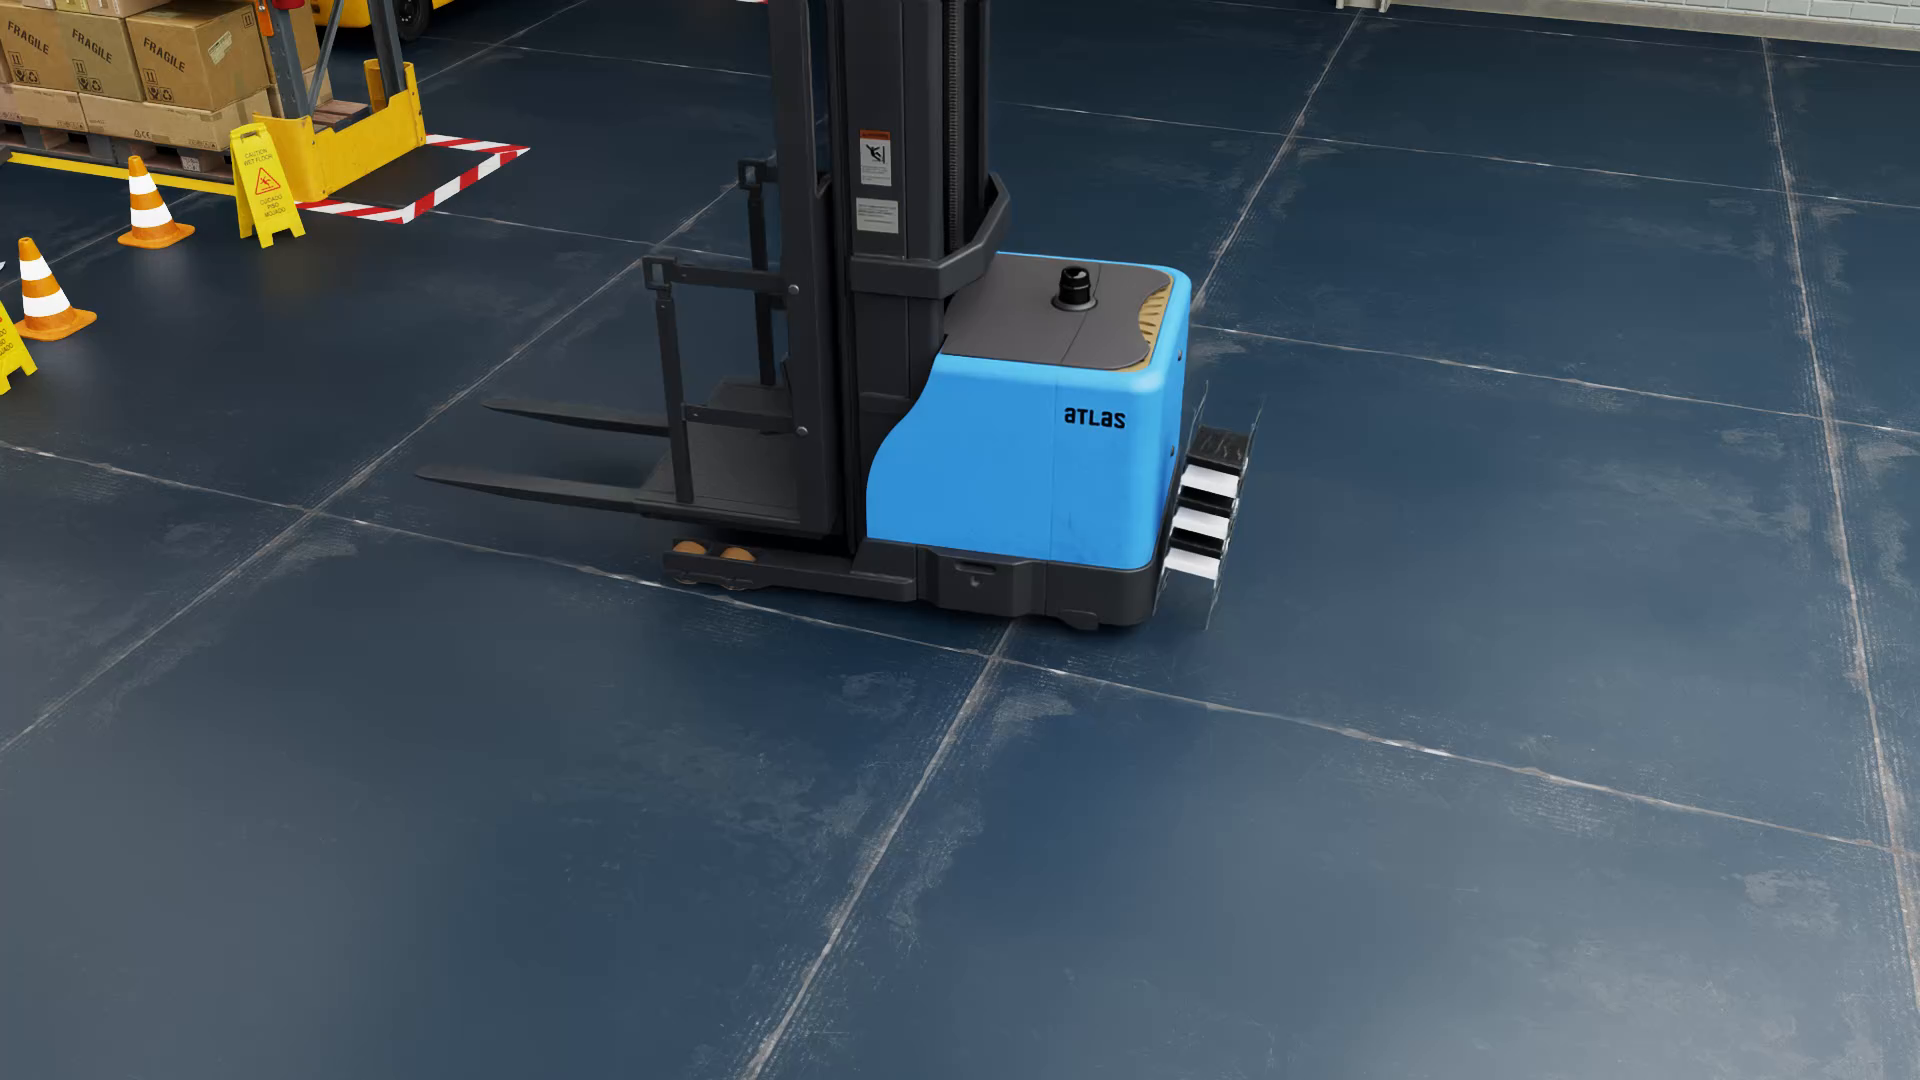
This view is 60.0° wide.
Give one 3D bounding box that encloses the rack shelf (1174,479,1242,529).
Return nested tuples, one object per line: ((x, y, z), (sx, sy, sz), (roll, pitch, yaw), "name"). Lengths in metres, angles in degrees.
((0.908, -0.161, 6.050), (0.200, 0.077, 0.258), (15, 35, 12), "rack shelf")

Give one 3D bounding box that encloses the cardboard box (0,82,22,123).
((-6.002, -2.881, 10.595), (0.500, 0.250, 0.500), (11, 34, 16), "cardboard box")

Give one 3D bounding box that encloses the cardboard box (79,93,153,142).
((-5.044, -2.692, 10.302), (0.500, 0.250, 0.500), (11, 34, 17), "cardboard box")

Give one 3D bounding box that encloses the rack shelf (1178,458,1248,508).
((0.917, -0.234, 5.999), (0.200, 0.077, 0.258), (15, 35, 12), "rack shelf")

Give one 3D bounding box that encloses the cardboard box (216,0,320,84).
((-4.396, -3.191, 10.383), (0.500, 0.500, 0.500), (10, 34, 15), "cardboard box")

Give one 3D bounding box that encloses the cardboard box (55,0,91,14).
((-5.153, -3.264, 9.899), (0.250, 0.149, 0.380), (12, 35, 17), "cardboard box")

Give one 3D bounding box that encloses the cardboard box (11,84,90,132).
((-5.538, -2.785, 10.446), (0.500, 0.250, 0.500), (10, 34, 15), "cardboard box")

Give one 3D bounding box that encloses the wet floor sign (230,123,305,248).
((-3.889, -1.991, 9.239), (0.232, 0.644, 0.267), (24, 40, 32), "wet floor sign")

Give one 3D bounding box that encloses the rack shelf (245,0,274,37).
((-5.590, -3.625, 10.263), (4.000, 0.370, 1.077), (11, 34, 16), "rack shelf")

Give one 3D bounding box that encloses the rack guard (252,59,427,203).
((-3.779, -2.525, 10.200), (0.348, 0.500, 1.175), (11, 34, 16), "rack guard")

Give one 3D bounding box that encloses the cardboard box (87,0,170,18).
((-4.917, -3.217, 9.825), (0.250, 0.149, 0.380), (12, 35, 18), "cardboard box")

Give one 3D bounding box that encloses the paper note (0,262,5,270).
((-5.268, -1.471, 9.000), (0.142, 0.019, 0.148), (0, 33, 0), "paper note")

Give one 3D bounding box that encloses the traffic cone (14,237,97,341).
((-4.601, -1.287, 8.316), (0.334, 0.463, 0.336), (11, 34, 16), "traffic cone")

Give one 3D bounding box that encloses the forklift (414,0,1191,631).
((-0.673, -1.304, 6.068), (3.031, 2.935, 1.130), (7, 34, 11), "forklift")

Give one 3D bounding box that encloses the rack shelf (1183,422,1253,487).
((0.925, -0.308, 5.948), (0.200, 0.077, 0.258), (15, 35, 12), "rack shelf")

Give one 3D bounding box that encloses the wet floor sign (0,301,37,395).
((-4.587, -1.032, 7.753), (0.232, 0.644, 0.267), (5, 33, 8), "wet floor sign")

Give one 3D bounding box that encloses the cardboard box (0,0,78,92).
((-5.514, -3.101, 10.244), (0.500, 0.500, 0.500), (10, 34, 15), "cardboard box")

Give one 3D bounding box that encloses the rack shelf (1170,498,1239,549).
((0.899, -0.087, 6.101), (0.200, 0.077, 0.258), (15, 35, 12), "rack shelf")

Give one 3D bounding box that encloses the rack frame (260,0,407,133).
((-3.707, -3.561, 9.501), (0.127, 3.000, 1.000), (11, 34, 16), "rack frame")

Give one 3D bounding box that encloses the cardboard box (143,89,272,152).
((-4.581, -2.598, 10.156), (0.500, 0.250, 0.500), (11, 34, 16), "cardboard box")

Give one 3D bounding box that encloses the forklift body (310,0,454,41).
((-4.436, -5.155, 12.752), (1.214, 2.155, 2.313), (11, 34, 16), "forklift body")

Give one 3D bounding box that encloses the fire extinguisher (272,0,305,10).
((-3.755, -3.273, 9.125), (0.183, 0.674, 0.296), (11, 34, 16), "fire extinguisher")

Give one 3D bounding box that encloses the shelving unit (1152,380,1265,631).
((0.902, -0.114, 6.082), (0.210, 0.900, 0.258), (15, 35, 12), "shelving unit")

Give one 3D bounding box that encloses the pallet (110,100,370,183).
((-4.531, -2.571, 10.537), (1.213, 0.211, 1.003), (11, 34, 16), "pallet")

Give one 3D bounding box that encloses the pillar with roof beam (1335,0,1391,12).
((1.809, -5.908, 7.605), (0.400, 9.000, 9.100), (11, 34, 16), "pillar with roof beam")

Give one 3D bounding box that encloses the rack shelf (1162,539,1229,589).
((0.882, 0.060, 6.203), (0.200, 0.077, 0.258), (15, 35, 12), "rack shelf")

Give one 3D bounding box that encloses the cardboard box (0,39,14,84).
((-6.013, -3.196, 10.391), (0.500, 0.500, 0.500), (13, 35, 19), "cardboard box")

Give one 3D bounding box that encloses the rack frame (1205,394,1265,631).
((0.998, -0.088, 6.061), (0.006, 0.900, 0.240), (15, 35, 12), "rack frame")

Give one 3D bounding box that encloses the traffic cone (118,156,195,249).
((-4.547, -1.916, 9.290), (0.334, 0.463, 0.336), (11, 34, 16), "traffic cone")

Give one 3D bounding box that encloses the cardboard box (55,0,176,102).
((-5.042, -3.005, 10.095), (0.500, 0.500, 0.500), (12, 35, 18), "cardboard box")

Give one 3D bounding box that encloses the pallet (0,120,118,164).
((-5.676, -2.795, 10.884), (1.213, 0.211, 1.003), (11, 34, 16), "pallet")

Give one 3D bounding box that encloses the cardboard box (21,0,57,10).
((-5.400, -3.313, 9.975), (0.250, 0.149, 0.380), (12, 35, 19), "cardboard box")

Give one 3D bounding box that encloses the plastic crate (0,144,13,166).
((-6.271, -2.361, 10.333), (0.583, 0.080, 0.402), (0, 33, 0), "plastic crate")

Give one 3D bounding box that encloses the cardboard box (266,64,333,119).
((-4.373, -2.871, 10.580), (0.500, 0.250, 0.500), (11, 34, 16), "cardboard box")

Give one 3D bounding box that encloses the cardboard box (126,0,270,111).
((-4.549, -2.911, 9.950), (0.500, 0.500, 0.500), (11, 35, 17), "cardboard box")

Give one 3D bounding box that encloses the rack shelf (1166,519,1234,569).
((0.890, -0.013, 6.152), (0.200, 0.077, 0.258), (15, 35, 12), "rack shelf")

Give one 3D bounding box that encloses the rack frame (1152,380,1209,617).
((0.806, -0.140, 6.103), (0.006, 0.900, 0.240), (15, 35, 12), "rack frame")
